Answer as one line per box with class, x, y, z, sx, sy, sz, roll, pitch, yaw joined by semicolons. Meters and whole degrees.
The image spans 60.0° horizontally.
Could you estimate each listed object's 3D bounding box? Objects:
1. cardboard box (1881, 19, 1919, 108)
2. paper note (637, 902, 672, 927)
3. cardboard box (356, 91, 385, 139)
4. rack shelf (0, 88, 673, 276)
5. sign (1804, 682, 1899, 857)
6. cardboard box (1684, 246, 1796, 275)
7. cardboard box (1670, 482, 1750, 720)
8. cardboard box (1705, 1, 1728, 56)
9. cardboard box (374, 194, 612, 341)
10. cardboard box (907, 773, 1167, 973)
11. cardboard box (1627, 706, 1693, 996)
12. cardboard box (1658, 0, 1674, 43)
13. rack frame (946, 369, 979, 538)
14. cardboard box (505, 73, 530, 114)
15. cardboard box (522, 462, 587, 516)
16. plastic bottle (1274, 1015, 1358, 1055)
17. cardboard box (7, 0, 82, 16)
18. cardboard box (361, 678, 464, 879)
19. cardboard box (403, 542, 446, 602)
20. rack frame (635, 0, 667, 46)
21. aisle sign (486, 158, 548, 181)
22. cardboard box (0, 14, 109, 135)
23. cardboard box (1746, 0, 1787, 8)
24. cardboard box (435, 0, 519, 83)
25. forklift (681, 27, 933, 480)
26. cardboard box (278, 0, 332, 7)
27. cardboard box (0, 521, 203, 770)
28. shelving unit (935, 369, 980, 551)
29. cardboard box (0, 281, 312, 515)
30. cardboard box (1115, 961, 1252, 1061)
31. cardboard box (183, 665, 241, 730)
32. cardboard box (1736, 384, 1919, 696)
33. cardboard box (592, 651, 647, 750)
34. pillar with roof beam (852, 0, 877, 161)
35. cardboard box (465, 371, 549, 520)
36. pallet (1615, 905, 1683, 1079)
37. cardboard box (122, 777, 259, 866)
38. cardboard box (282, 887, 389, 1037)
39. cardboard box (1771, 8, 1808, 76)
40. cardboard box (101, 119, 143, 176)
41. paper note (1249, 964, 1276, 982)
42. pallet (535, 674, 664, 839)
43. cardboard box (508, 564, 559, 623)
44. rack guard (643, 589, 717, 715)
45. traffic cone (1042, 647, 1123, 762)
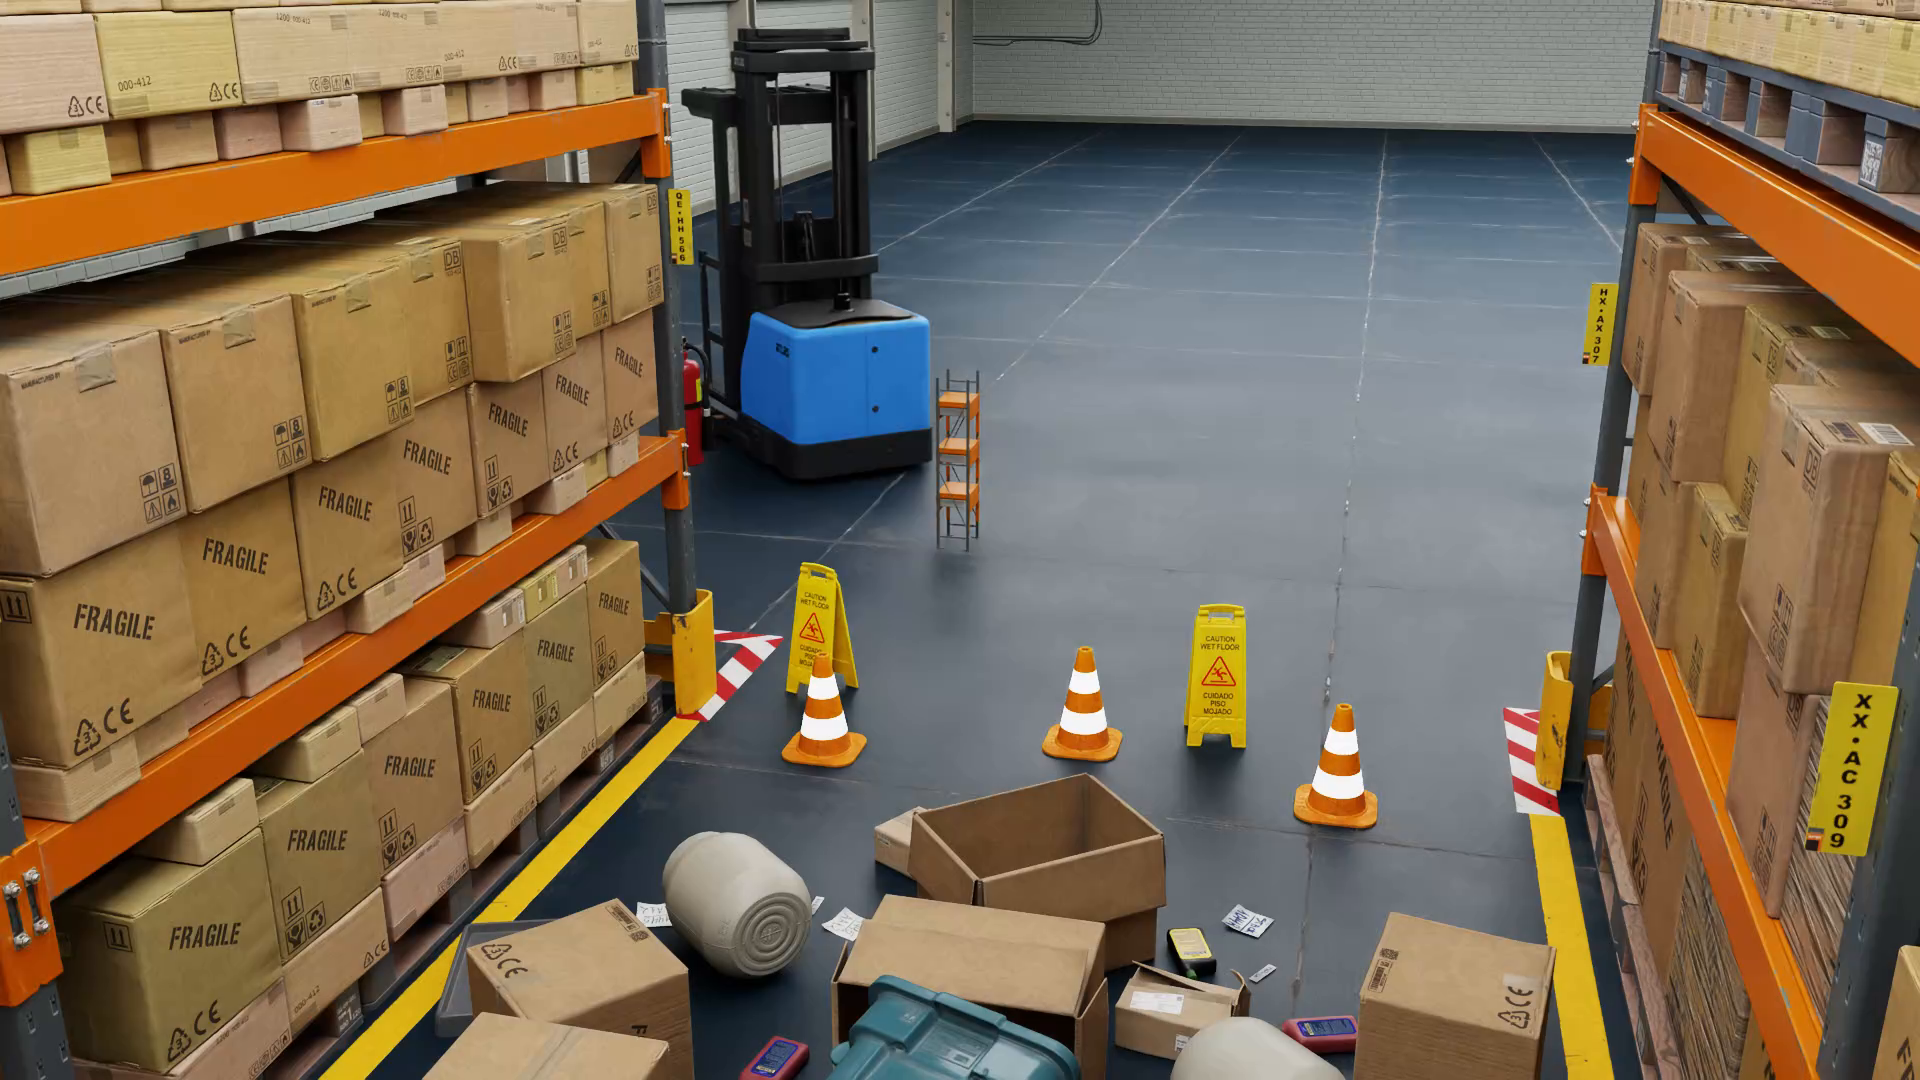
cardboard box;1.935;-0.872;3.043;0.380;0.149;0.250;5;19;14
paper note;-1.119;1.374;6.119;0.142;0.019;0.148;-2;19;-6
cardboard box;-2.038;-1.329;5.186;0.380;0.149;0.250;5;19;14
rack shelf;-2.241;-1.172;5.451;1.077;0.370;4.000;5;19;13
sign;1.556;0.403;2.906;0.100;0.325;0.005;5;19;13
cardboard box;2.899;-0.650;5.546;0.875;0.550;0.550;5;19;13
cardboard box;2.564;0.197;4.737;0.875;0.550;0.500;5;19;13
cardboard box;2.431;-1.509;4.907;0.380;0.149;0.250;5;19;14
cardboard box;-1.797;-1.046;6.447;0.700;0.500;0.500;5;19;14
cardboard box;0.273;1.212;5.861;0.797;0.503;0.637;-9;21;-24
cardboard box;2.757;0.940;5.433;0.875;0.875;0.875;4;19;13
cardboard box;2.677;-1.825;5.834;0.380;0.149;0.250;5;19;14
rack frame;0.017;-0.518;10.081;0.200;1.050;0.008;5;19;13
cardboard box;-1.822;-1.651;6.129;0.380;0.149;0.250;5;19;14
cardboard box;-1.708;-0.217;6.571;0.380;0.149;0.250;5;19;14
plastic bottle;1.155;1.607;5.388;0.283;0.061;0.133;-2;19;-6
cardboard box;-2.301;-1.301;3.870;0.380;0.149;0.250;5;20;15
cardboard box;-2.076;0.787;5.688;0.500;0.500;0.500;6;20;16
cardboard box;-1.986;0.098;5.649;0.380;0.149;0.250;5;19;13
rack frame;-1.753;-3.559;6.685;1.000;3.000;0.127;5;19;13
aisle sign;-2.038;-1.994;7.363;0.394;0.787;0.004;5;19;13
cardboard box;-2.357;-1.072;3.816;0.500;0.250;0.500;4;19;12
cardboard box;2.336;-1.490;4.237;0.500;0.250;0.500;5;19;13
cardboard box;-1.863;-1.707;5.676;0.500;0.250;0.500;5;20;15
forklift;-1.328;-2.222;12.159;1.130;2.935;3.031;-10;21;-26
cardboard box;-2.071;-1.630;4.832;0.380;0.149;0.250;4;19;13
cardboard box;-2.352;0.230;4.259;0.500;0.500;0.500;5;19;13
shelving unit;-0.013;-0.480;9.969;0.215;1.050;0.252;5;19;13
cardboard box;-2.266;-0.407;4.575;0.700;0.500;0.500;5;19;14
cardboard box;0.729;1.503;5.377;0.396;0.266;0.258;8;21;23
cardboard box;-2.295;0.410;4.734;0.380;0.149;0.250;5;19;13
cardboard box;2.240;0.017;3.596;0.875;0.550;0.550;5;19;13
cardboard box;-1.695;0.665;7.205;0.500;0.250;0.500;5;19;13
pillar with roof beam;2.427;-10.985;28.427;9.100;9.000;0.400;5;19;13
cardboard box;-1.871;-0.403;6.112;0.500;0.500;0.500;5;19;13
pallet;2.652;1.597;5.186;1.003;0.211;1.213;5;19;13
cardboard box;-2.235;0.776;4.714;0.380;0.149;0.250;5;19;14
cardboard box;-2.204;1.304;5.332;0.500;0.250;0.500;6;20;16
cardboard box;2.183;-1.192;3.981;0.380;0.149;0.250;4;19;13
cardboard box;-2.344;-1.009;4.249;0.380;0.149;0.250;5;19;13
paper note;1.051;1.503;5.771;0.032;0.001;0.123;17;25;41
pallet;-2.004;0.875;7.298;1.003;0.211;1.213;5;19;13
cardboard box;-1.785;0.191;6.427;0.380;0.149;0.250;5;19;14
rack guard;-1.771;0.487;7.989;1.175;0.500;0.348;5;19;13
traffic cone;0.553;0.698;7.427;0.336;0.463;0.334;5;19;13
